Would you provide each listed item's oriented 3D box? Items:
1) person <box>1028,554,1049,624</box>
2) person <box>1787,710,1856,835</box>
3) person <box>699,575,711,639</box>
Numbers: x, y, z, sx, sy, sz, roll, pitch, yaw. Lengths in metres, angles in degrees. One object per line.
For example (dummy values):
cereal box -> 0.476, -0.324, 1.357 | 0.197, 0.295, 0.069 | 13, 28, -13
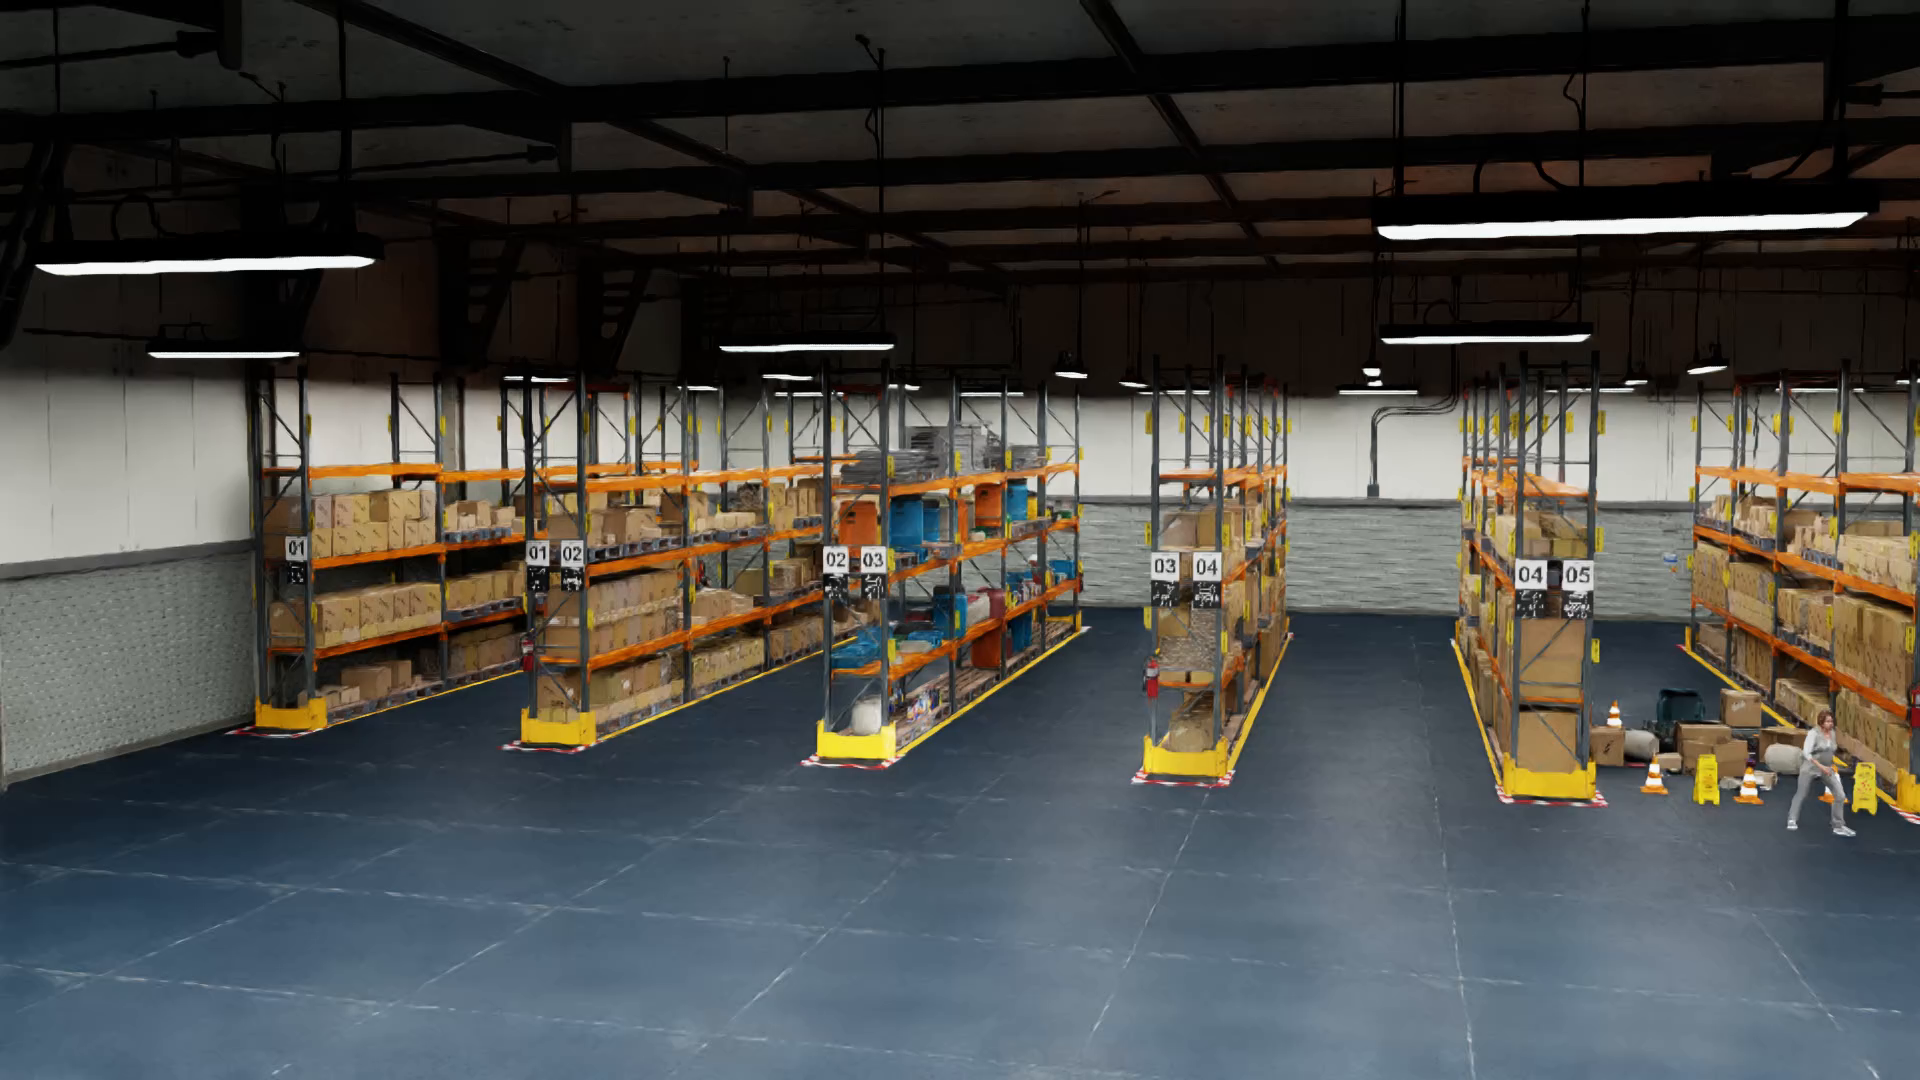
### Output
person -> 1.957, 1.239, 41.759 | 0.530, 1.762, 0.648 | -2, 4, -25
person -> 10.523, 2.823, 20.371 | 0.572, 1.533, 0.755 | 0, 4, -7
person -> -5.560, 1.621, 36.705 | 0.409, 1.677, 0.532 | -1, 4, -16
